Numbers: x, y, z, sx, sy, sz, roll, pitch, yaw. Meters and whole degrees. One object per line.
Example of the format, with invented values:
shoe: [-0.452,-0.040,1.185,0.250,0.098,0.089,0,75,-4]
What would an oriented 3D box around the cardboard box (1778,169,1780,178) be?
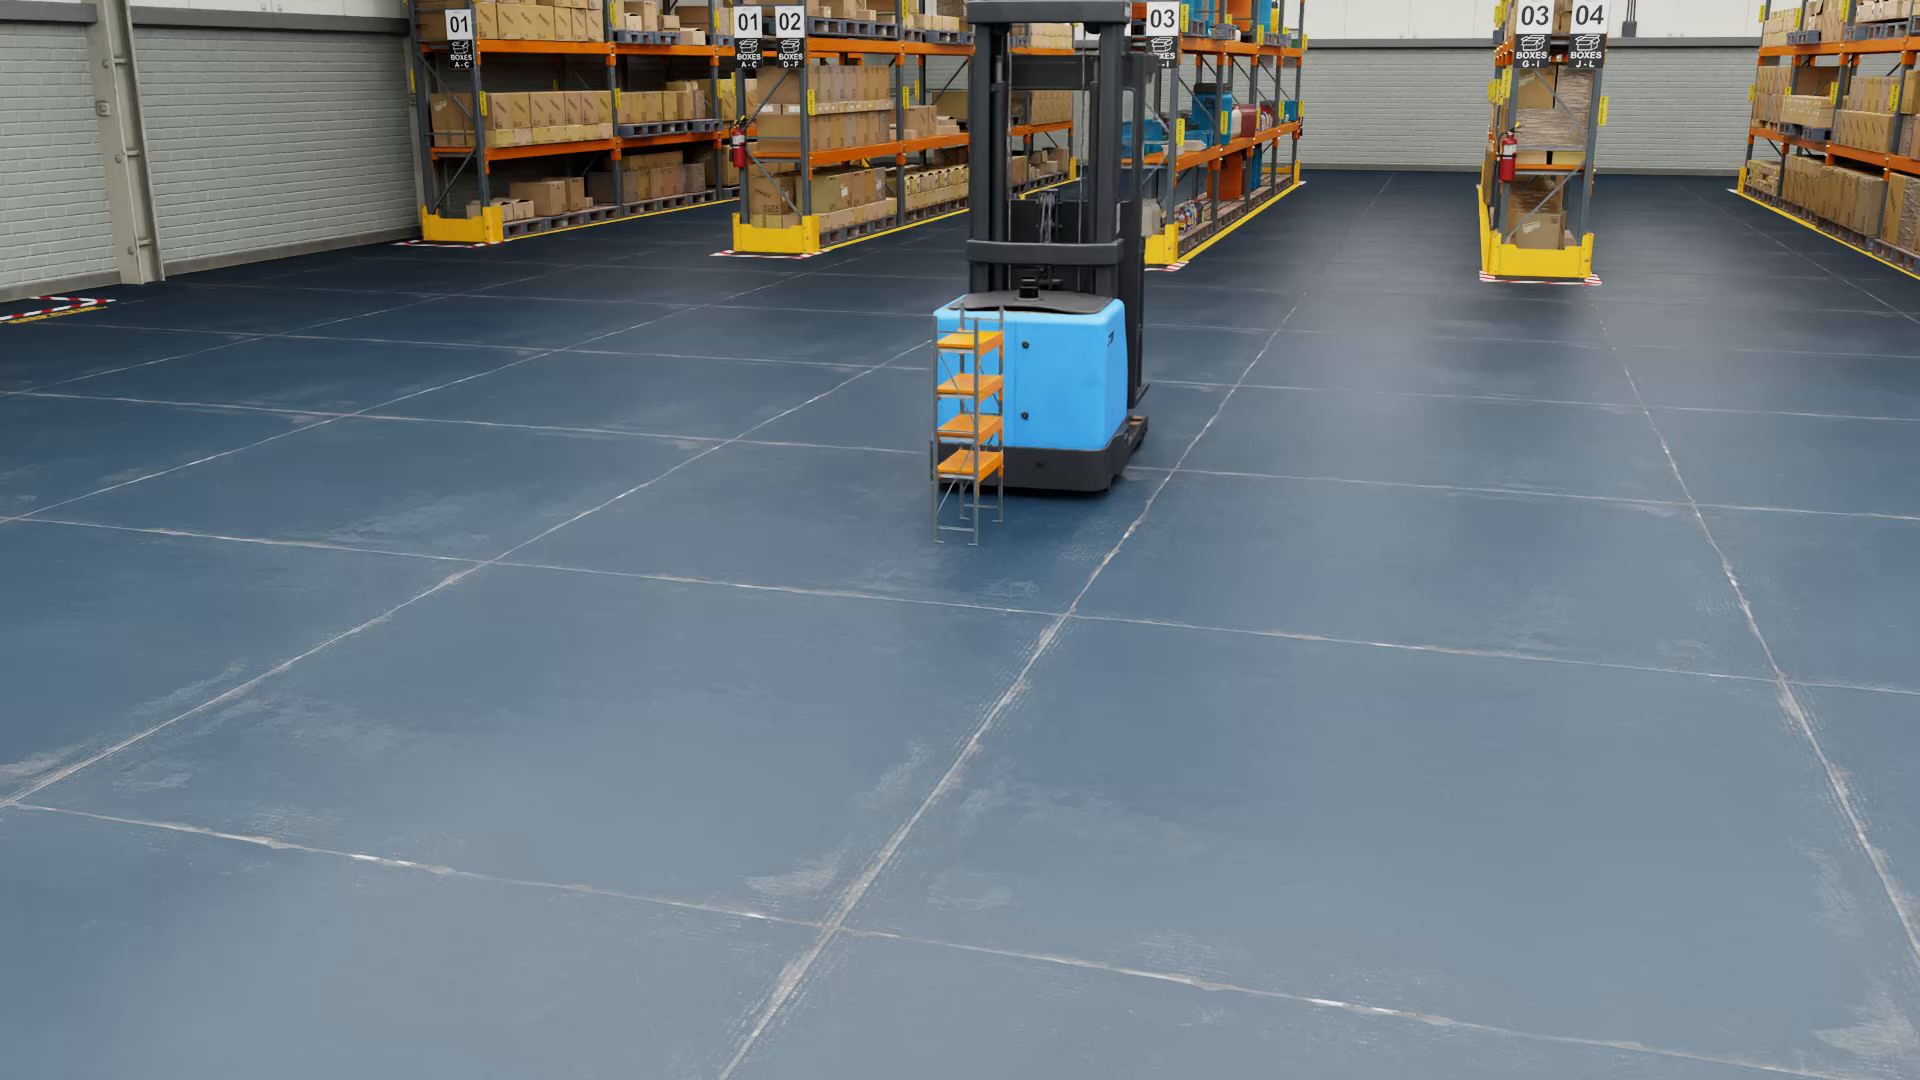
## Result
cardboard box: [14.975,-6.601,29.969,0.380,0.149,0.250,5,17,17]

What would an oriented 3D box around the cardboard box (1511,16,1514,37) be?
cardboard box: [7.311,-6.555,21.222,0.500,0.250,0.500,4,16,15]

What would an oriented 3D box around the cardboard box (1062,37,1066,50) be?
cardboard box: [1.991,-10.684,35.777,0.500,0.250,0.500,5,16,16]

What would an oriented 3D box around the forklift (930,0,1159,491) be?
forklift: [0.653,-2.049,10.682,1.130,2.935,3.031,4,16,13]

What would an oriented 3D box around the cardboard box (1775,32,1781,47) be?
cardboard box: [15.442,-9.283,30.839,0.500,0.250,0.500,5,16,16]

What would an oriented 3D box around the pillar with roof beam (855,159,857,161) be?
pillar with roof beam: [1.351,-13.307,39.252,9.100,9.000,0.400,5,16,16]

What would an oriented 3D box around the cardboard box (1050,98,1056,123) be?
cardboard box: [1.736,-9.110,35.266,0.500,0.500,0.500,4,16,15]

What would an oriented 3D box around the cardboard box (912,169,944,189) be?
cardboard box: [-0.582,-6.098,28.074,0.500,0.311,0.500,5,17,17]

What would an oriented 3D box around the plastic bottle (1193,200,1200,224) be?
plastic bottle: [3.413,-4.769,24.195,0.144,0.351,0.185,4,16,13]

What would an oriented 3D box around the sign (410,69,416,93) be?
sign: [-7.787,-6.552,23.732,0.100,0.325,0.005,5,16,16]

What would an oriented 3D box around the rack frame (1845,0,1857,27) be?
rack frame: [13.986,-9.211,24.811,1.000,3.000,0.127,5,16,16]

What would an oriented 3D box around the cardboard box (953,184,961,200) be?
cardboard box: [-0.296,-6.092,29.080,0.500,0.250,0.500,4,16,15]

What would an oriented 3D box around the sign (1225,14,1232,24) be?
sign: [3.899,-7.475,24.172,0.100,0.325,0.005,5,16,16]

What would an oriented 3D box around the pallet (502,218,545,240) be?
pallet: [-6.975,-4.683,24.953,1.003,0.211,1.213,5,16,16]

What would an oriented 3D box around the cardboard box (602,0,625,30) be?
cardboard box: [-5.892,-8.671,27.454,0.500,0.500,0.500,7,17,24]

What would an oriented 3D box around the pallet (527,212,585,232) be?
pallet: [-6.626,-5.001,26.074,1.003,0.211,1.213,5,16,16]

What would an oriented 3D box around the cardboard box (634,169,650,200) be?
cardboard box: [-5.832,-6.183,28.907,0.700,0.500,0.500,4,16,15]

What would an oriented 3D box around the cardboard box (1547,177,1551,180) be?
cardboard box: [9.089,-5.568,26.736,0.700,0.500,0.500,4,16,13]

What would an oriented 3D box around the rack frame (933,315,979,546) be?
rack frame: [-0.022,-0.557,8.593,0.240,1.200,0.015,5,16,16]

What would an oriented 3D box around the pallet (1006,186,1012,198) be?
pallet: [0.360,-6.674,31.971,1.003,0.211,1.213,5,16,16]

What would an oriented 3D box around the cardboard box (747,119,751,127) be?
cardboard box: [-4.333,-8.183,32.608,0.380,0.149,0.250,5,17,17]

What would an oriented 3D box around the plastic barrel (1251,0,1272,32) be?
plastic barrel: [5.309,-9.594,29.971,0.600,0.901,0.708,5,16,16]

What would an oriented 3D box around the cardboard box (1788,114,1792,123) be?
cardboard box: [14.350,-7.181,28.340,0.380,0.149,0.250,5,17,16]

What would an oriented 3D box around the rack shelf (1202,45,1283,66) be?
rack shelf: [5.079,-8.740,29.967,1.077,0.370,4.000,5,16,16]

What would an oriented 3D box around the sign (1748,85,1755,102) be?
sign: [15.740,-8.876,33.039,0.100,0.325,0.005,5,16,16]

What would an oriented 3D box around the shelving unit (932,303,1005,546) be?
shelving unit: [0.047,-0.621,8.818,0.258,1.200,0.503,5,16,16]

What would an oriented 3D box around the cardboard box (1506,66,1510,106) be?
cardboard box: [7.187,-5.740,21.007,0.500,0.500,0.500,5,16,16]

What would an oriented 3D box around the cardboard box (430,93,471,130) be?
cardboard box: [-7.331,-6.233,24.171,0.500,0.500,0.500,4,16,15]

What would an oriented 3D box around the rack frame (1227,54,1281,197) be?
rack frame: [5.648,-8.166,32.123,1.000,3.000,0.127,5,16,16]

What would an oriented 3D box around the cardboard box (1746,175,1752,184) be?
cardboard box: [15.804,-7.136,32.945,0.380,0.149,0.250,5,17,17]

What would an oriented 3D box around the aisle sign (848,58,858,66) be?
aisle sign: [-2.406,-11.227,38.150,0.394,0.787,0.004,5,16,16]

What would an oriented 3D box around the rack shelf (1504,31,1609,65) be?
rack shelf: [7.555,-6.263,21.233,1.077,0.370,4.000,5,16,16]

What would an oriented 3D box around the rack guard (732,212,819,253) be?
rack guard: [-2.517,-4.203,22.731,1.175,0.500,0.348,5,16,16]

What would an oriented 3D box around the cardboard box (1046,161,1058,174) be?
cardboard box: [1.819,-8.079,36.048,0.500,0.250,0.500,5,16,16]

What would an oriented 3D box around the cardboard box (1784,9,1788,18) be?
cardboard box: [15.293,-9.618,30.371,0.380,0.149,0.250,5,16,15]

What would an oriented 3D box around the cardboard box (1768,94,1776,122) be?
cardboard box: [15.281,-7.976,30.725,0.500,0.500,0.500,5,16,16]

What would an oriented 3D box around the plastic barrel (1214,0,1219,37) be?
plastic barrel: [3.884,-8.400,26.664,0.600,0.830,0.708,5,16,16]

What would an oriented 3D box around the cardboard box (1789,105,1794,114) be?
cardboard box: [14.352,-7.324,28.300,0.380,0.149,0.250,4,16,13]

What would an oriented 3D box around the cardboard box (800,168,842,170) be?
cardboard box: [-2.090,-5.339,25.052,0.500,0.500,0.500,5,16,16]

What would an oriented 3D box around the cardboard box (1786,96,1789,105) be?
cardboard box: [14.497,-7.597,28.718,0.380,0.149,0.250,5,17,17]

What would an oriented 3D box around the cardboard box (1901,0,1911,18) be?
cardboard box: [12.897,-7.096,22.176,0.500,0.250,0.500,5,17,16]

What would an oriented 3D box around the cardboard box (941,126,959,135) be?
cardboard box: [-0.228,-7.127,28.920,0.380,0.149,0.250,5,16,16]

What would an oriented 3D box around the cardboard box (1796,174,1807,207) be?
cardboard box: [14.209,-5.791,27.562,0.500,0.500,0.500,4,16,13]

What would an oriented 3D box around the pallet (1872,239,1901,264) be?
pallet: [12.559,-3.743,21.641,1.003,0.211,1.213,5,16,16]

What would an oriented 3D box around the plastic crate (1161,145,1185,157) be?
plastic crate: [2.800,-5.109,21.827,0.298,0.136,0.250,5,16,16]

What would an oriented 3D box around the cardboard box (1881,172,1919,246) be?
cardboard box: [12.604,-4.299,21.612,0.875,0.875,0.875,5,17,17]

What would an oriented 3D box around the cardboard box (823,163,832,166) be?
cardboard box: [-3.246,-8.387,36.712,0.700,0.500,0.500,5,17,17]

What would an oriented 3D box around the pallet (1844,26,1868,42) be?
pallet: [13.854,-7.504,24.638,1.213,0.211,1.003,5,17,18]

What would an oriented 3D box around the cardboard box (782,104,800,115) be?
cardboard box: [-2.193,-5.858,22.613,0.380,0.149,0.250,5,16,15]

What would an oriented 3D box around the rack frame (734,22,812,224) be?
rack frame: [-2.511,-5.412,22.412,1.000,3.000,0.127,5,16,16]

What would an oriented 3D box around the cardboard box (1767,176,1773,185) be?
cardboard box: [15.032,-6.595,30.493,0.380,0.149,0.250,4,16,14]

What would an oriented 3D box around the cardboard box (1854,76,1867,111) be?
cardboard box: [13.707,-6.604,24.601,0.700,0.500,0.500,4,16,15]

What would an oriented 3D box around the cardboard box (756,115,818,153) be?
cardboard box: [-2.366,-5.581,22.825,0.700,0.500,0.500,5,16,16]
